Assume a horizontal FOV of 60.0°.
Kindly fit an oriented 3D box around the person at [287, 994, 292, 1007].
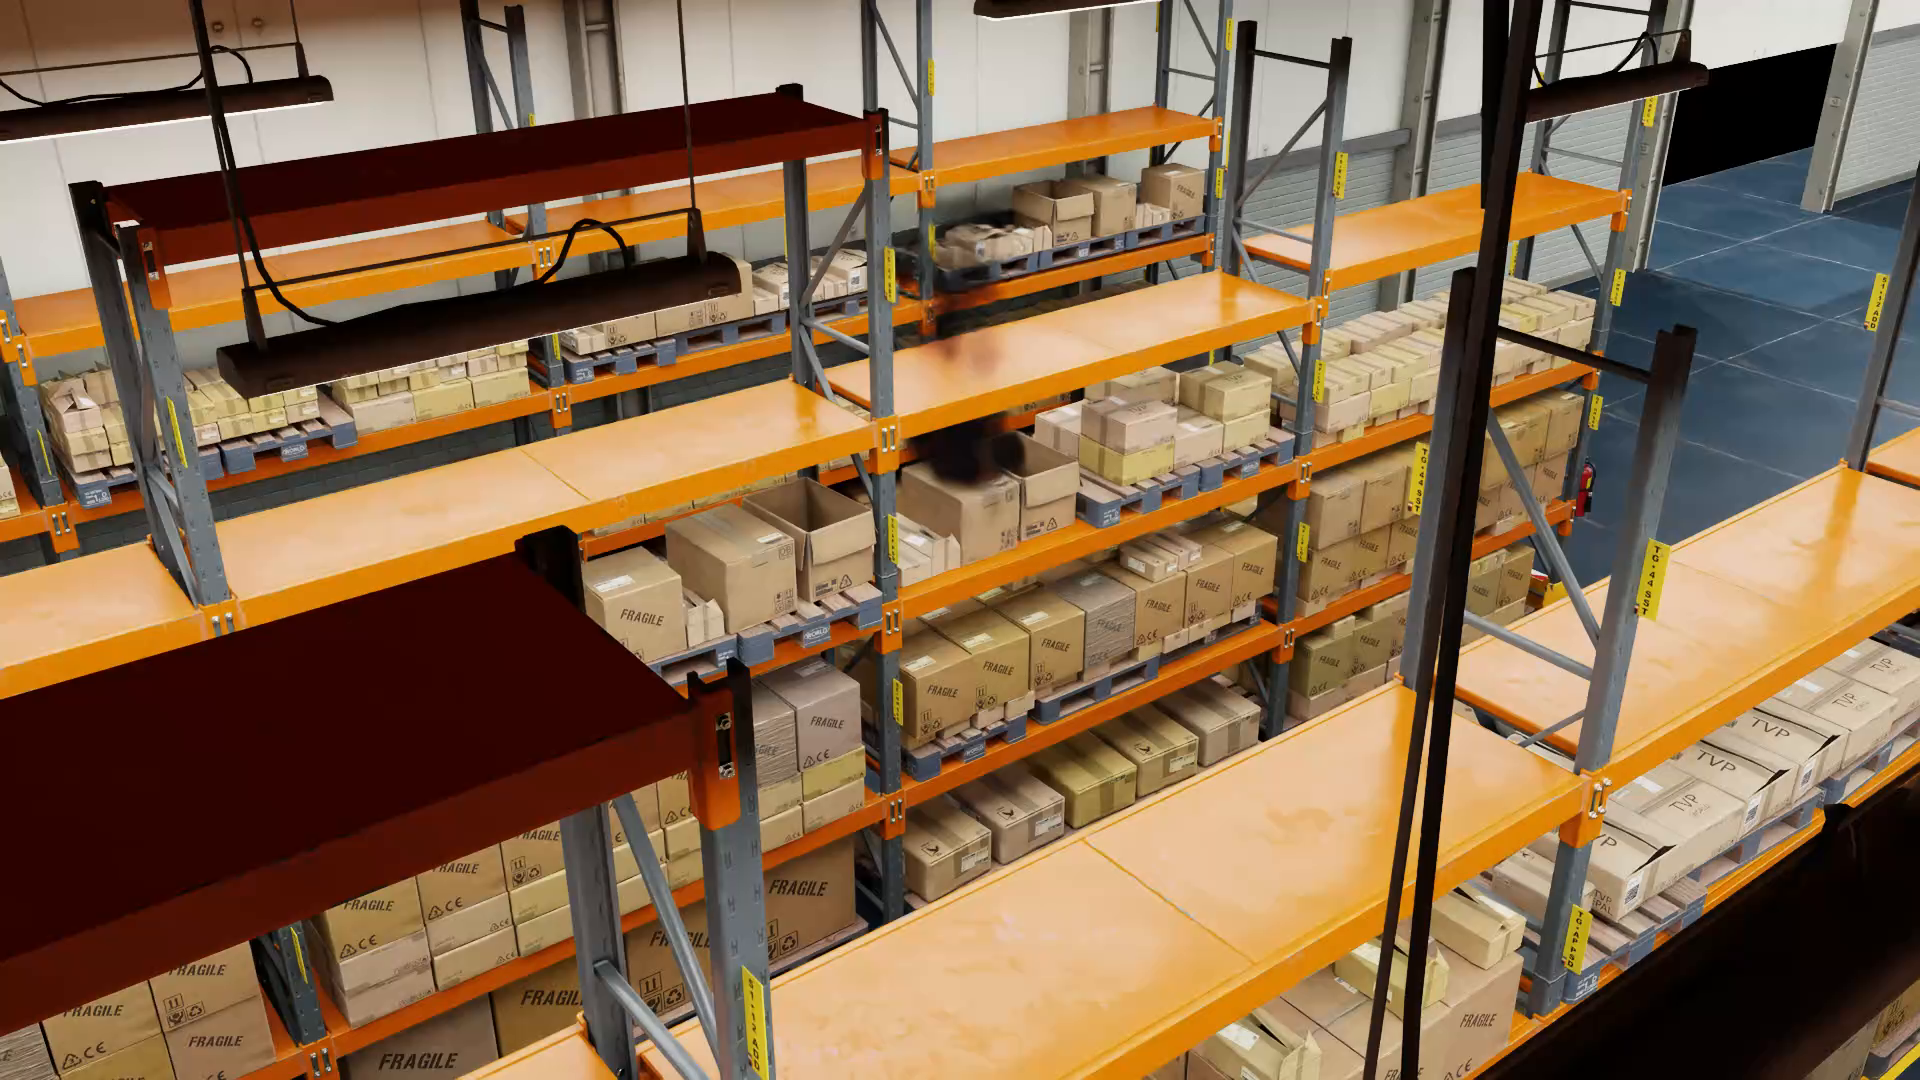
[{"bbox_3d":[-4.913,2.544,10.951,0.845,1.677,0.674,-16,30,-30],"label":"person"}]
